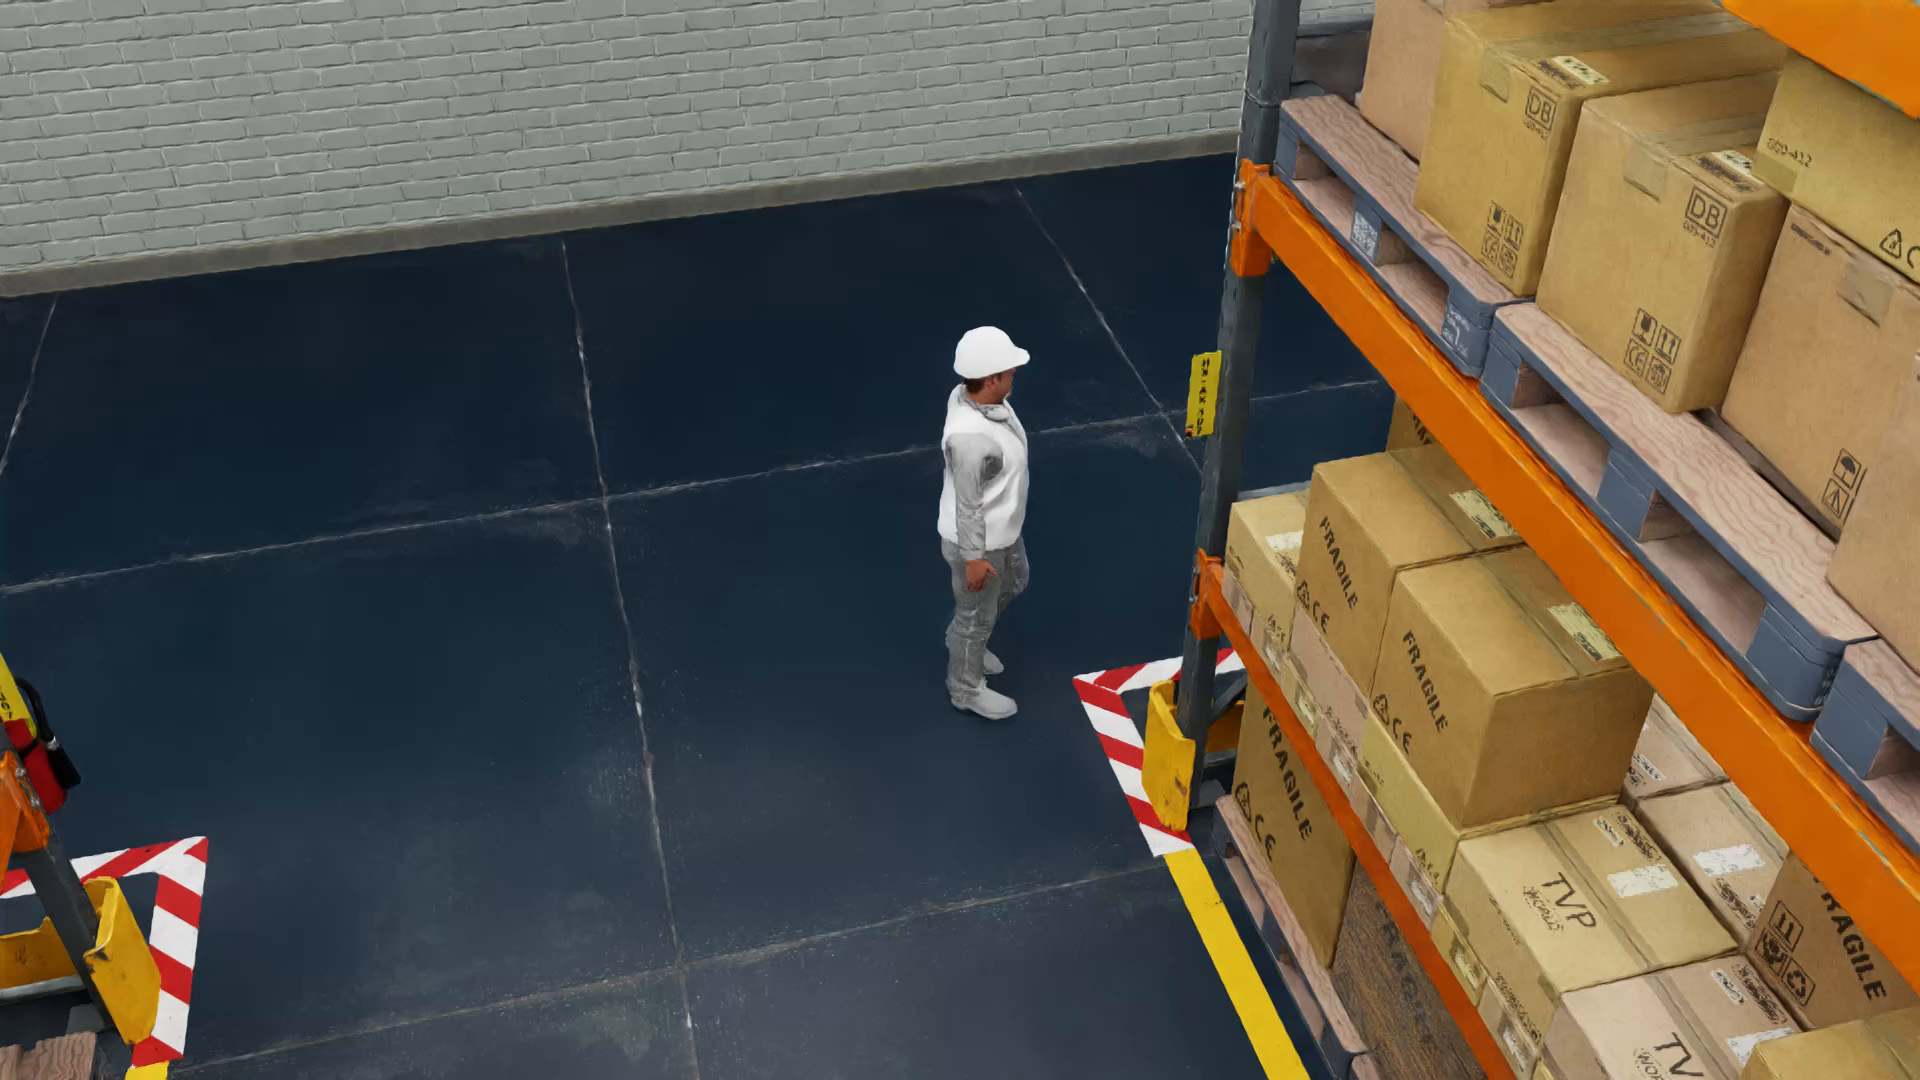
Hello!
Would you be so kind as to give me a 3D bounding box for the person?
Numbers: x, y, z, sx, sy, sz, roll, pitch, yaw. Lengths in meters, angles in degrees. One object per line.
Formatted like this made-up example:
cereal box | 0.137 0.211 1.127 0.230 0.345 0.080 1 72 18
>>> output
person | 0.095 -0.053 6.773 0.365 1.804 0.565 4 38 6
